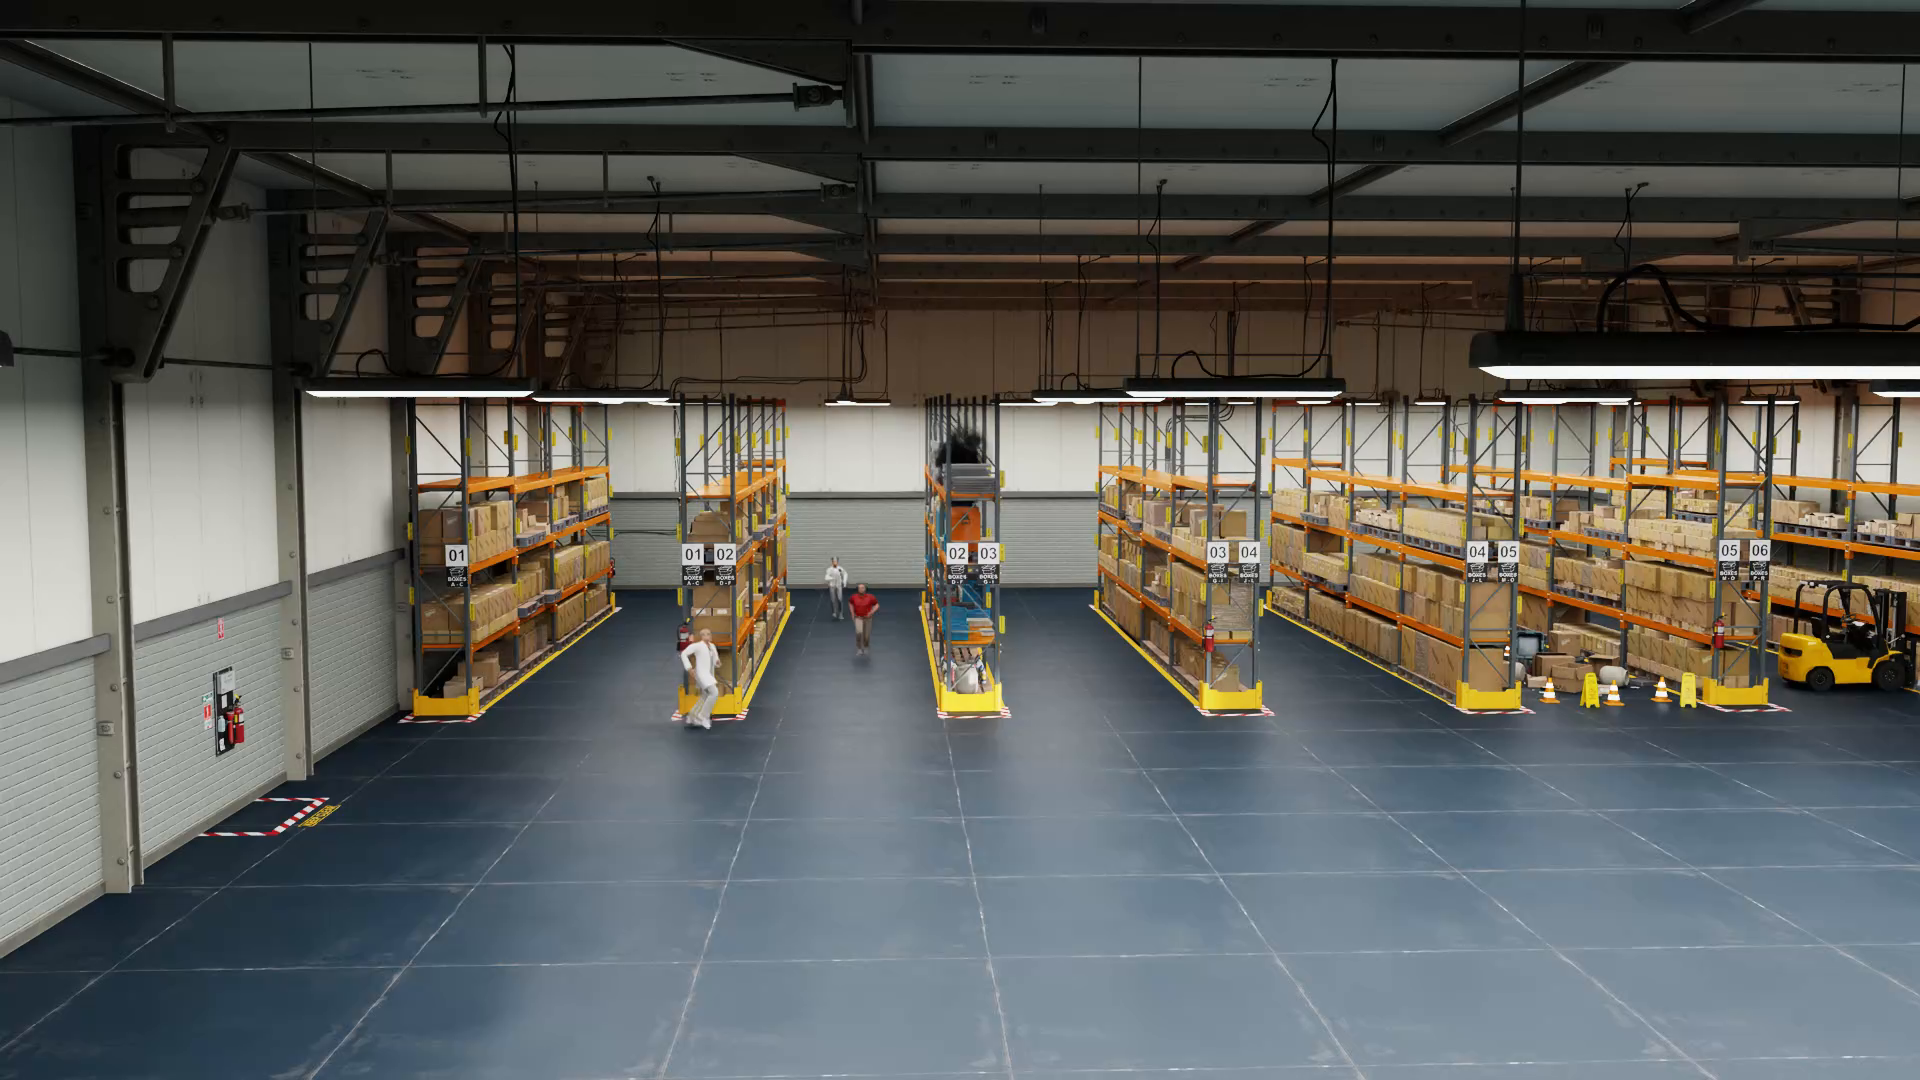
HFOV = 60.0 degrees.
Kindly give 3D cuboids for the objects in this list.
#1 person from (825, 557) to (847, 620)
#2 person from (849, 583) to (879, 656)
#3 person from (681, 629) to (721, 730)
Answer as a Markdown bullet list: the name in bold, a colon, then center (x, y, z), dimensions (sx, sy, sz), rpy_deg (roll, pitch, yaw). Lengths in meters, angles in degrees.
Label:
- **person**: center (-3.367, 1.308, 45.218), dimensions (0.599, 1.735, 0.736), rpy_deg (0, 5, -4)
- **person**: center (-2.160, 1.785, 37.412), dimensions (0.675, 1.651, 0.845), rpy_deg (0, 5, 0)
- **person**: center (-4.601, 2.483, 29.912), dimensions (0.702, 1.767, 0.726), rpy_deg (2, 5, 20)
